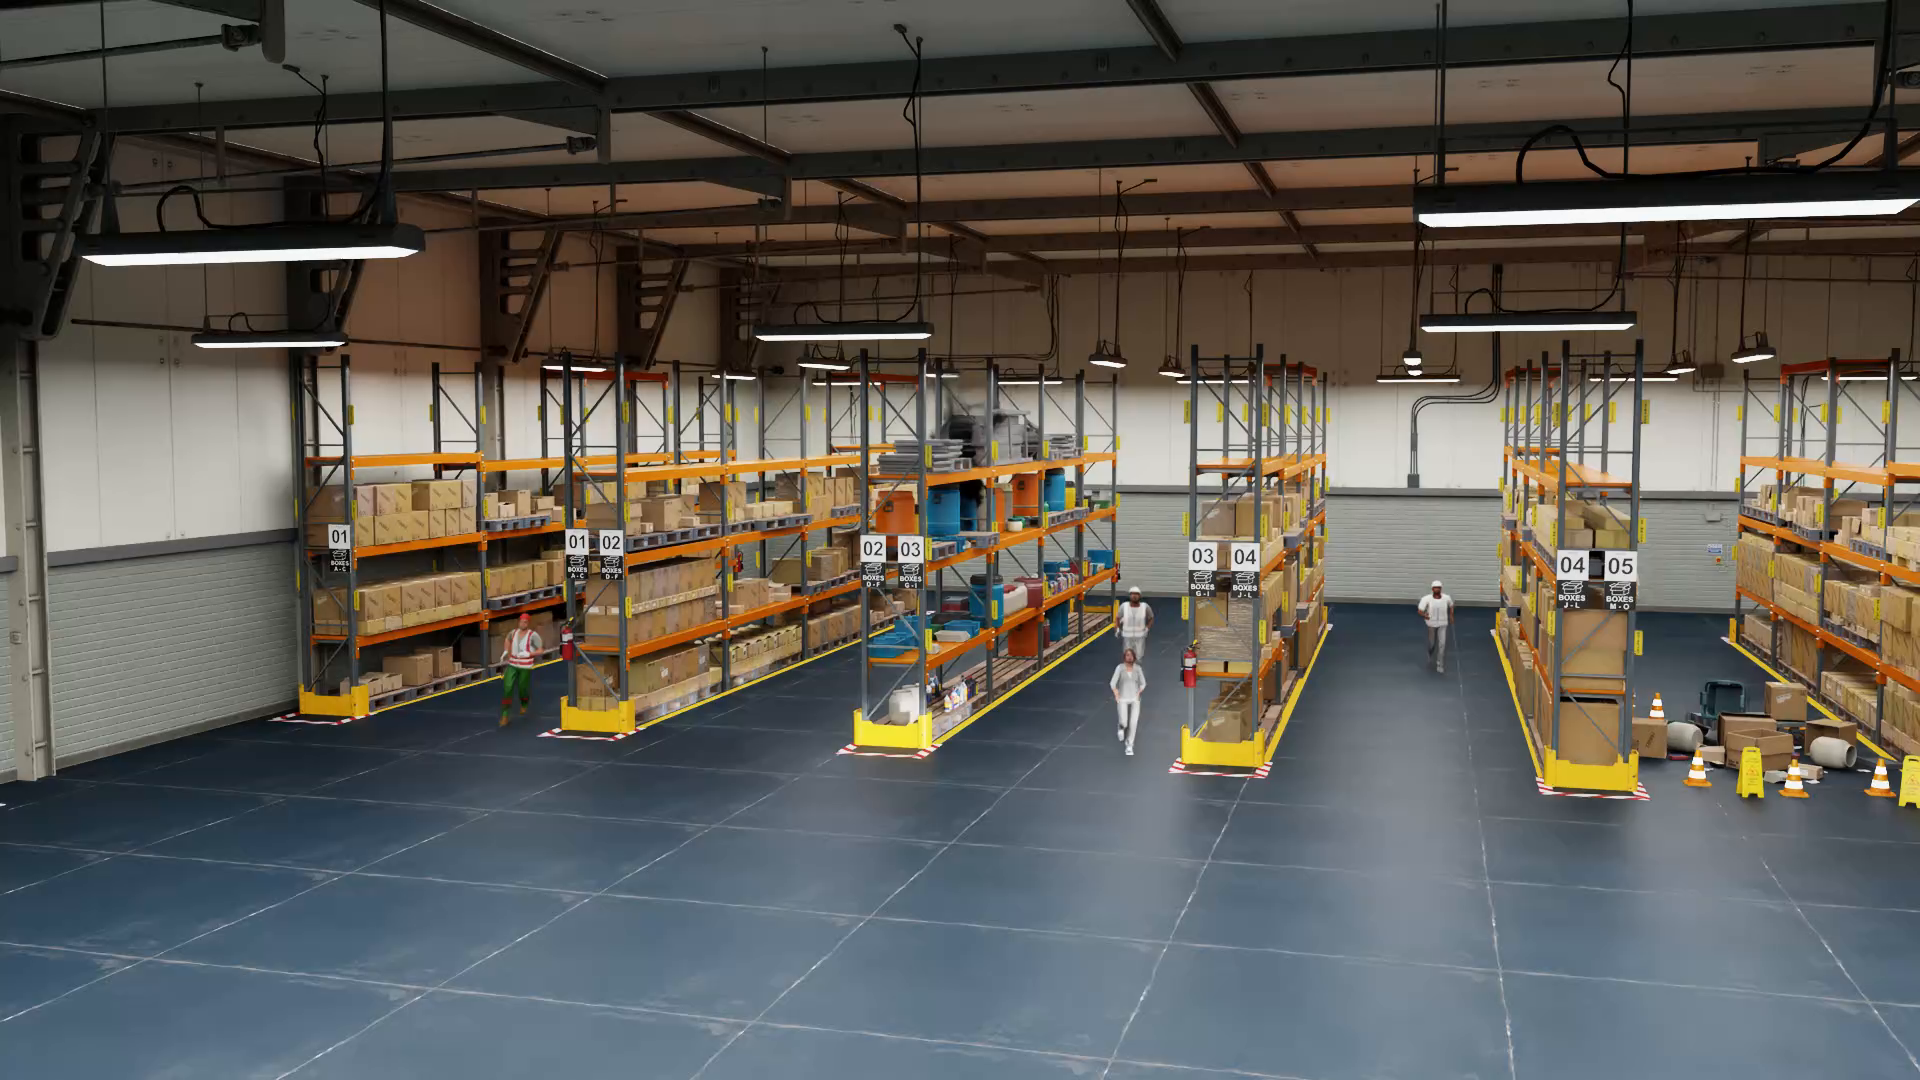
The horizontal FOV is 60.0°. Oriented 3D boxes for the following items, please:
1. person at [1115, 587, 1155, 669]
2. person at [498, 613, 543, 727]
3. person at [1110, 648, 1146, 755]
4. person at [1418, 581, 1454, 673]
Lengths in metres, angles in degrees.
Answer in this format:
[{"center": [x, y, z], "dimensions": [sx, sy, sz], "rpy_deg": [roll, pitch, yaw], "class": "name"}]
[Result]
[{"center": [3.035, 1.679, 28.892], "dimensions": [0.689, 1.747, 0.602], "rpy_deg": [1, 4, 8], "class": "person"}, {"center": [-7.157, 2.091, 27.161], "dimensions": [0.710, 1.798, 0.902], "rpy_deg": [0, 4, 2], "class": "person"}, {"center": [2.494, 2.373, 24.571], "dimensions": [0.534, 1.541, 0.584], "rpy_deg": [0, 4, -1], "class": "person"}, {"center": [9.325, 1.668, 32.554], "dimensions": [0.709, 1.754, 0.977], "rpy_deg": [1, 4, 9], "class": "person"}]
